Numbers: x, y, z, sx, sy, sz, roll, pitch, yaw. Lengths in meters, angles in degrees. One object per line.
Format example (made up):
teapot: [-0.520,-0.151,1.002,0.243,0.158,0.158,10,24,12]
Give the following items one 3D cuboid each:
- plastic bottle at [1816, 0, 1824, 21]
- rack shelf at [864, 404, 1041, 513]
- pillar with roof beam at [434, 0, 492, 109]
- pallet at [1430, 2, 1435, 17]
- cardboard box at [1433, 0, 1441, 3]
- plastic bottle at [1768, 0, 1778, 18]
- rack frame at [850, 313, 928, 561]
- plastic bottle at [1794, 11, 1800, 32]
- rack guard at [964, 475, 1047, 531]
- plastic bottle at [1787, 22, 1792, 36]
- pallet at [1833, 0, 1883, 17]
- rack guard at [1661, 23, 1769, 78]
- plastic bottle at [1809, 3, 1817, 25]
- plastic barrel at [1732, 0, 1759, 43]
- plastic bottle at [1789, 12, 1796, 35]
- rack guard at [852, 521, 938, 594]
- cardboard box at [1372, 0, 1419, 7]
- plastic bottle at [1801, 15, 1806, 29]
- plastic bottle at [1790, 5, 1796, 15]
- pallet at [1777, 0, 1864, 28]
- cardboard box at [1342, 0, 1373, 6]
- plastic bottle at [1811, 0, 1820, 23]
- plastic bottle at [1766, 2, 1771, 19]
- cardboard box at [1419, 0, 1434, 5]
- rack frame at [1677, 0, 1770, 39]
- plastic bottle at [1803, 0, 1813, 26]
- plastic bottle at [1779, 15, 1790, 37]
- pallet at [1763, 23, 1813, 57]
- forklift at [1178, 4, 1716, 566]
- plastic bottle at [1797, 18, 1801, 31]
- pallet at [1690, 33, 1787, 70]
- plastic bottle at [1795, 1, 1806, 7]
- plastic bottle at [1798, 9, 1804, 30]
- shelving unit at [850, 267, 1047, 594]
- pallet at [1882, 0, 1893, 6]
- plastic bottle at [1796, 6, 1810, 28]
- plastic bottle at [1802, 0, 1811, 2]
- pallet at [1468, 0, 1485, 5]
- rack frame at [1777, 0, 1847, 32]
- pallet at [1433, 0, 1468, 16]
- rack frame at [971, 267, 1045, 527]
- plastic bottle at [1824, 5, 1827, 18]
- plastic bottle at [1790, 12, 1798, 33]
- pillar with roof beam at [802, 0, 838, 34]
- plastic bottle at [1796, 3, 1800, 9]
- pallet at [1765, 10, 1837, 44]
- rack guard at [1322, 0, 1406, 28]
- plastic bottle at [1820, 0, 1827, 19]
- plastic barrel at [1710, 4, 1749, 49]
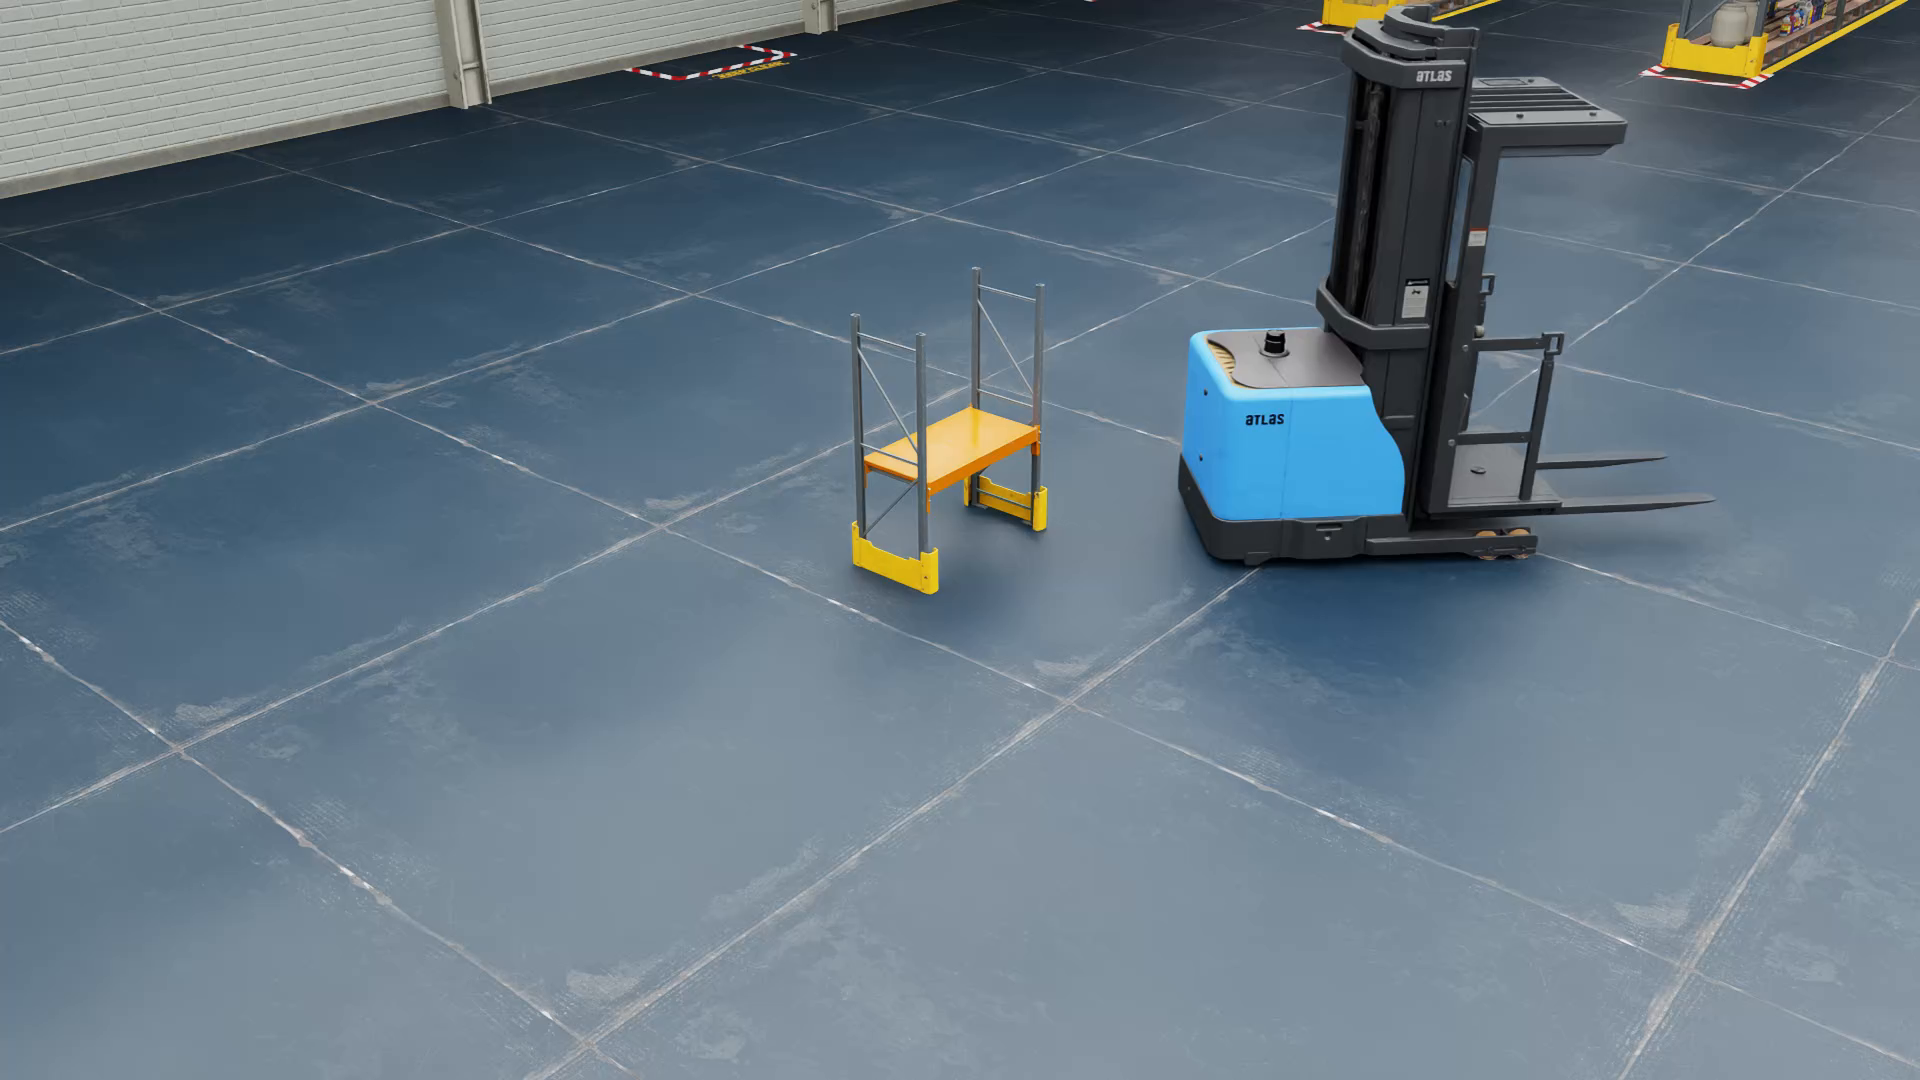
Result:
plastic bottle: [12.040,-7.493,23.373,0.144,0.351,0.185,20,33,33]
rack shelf: [-0.054,-0.476,9.430,0.538,0.185,1.000,21,34,34]
pillar with roof beam: [-2.494,-7.916,15.259,9.100,9.000,0.400,21,34,34]
pallet: [6.318,-7.862,24.718,1.003,0.211,1.213,21,34,34]
cardboard box: [7.010,-8.263,24.994,0.500,0.250,0.500,21,34,34]
plastic bottle: [11.505,-7.598,23.577,0.144,0.351,0.185,21,34,34]
rack frame: [-0.378,-0.456,8.999,0.500,1.500,0.032,21,34,34]
plastic bottle: [11.359,-7.060,22.624,0.097,0.271,0.097,0,27,0]
rack guard: [0.268,-0.261,9.982,0.587,0.250,0.087,21,34,34]
plastic bottle: [11.143,-6.909,22.408,0.097,0.201,0.097,0,27,0]
pallet: [13.473,-8.272,25.510,1.003,0.211,1.213,21,34,34]
rack guard: [9.695,-6.299,21.381,1.175,0.500,0.348,21,34,34]
plastic bottle: [11.847,-7.325,23.122,0.061,0.283,0.133,23,35,38]
plastic barrel: [10.362,-6.883,22.041,0.421,0.512,0.421,0,27,0]
plastic bottle: [11.235,-6.984,22.463,0.061,0.283,0.133,21,34,35]
rack guard: [-0.365,0.093,9.299,0.587,0.250,0.087,21,34,34]
cardboard box: [6.376,-7.908,24.306,0.500,0.250,0.500,21,34,34]
plastic bottle: [11.553,-7.137,22.849,0.097,0.201,0.097,0,27,0]
plastic bottle: [11.524,-7.255,22.986,0.061,0.283,0.133,21,34,34]
pallet: [12.697,-7.838,24.671,1.003,0.211,1.213,21,34,34]
cardboard box: [5.977,-8.059,24.599,0.500,0.250,0.500,21,34,34]
plastic bottle: [11.918,-7.425,23.242,0.144,0.351,0.185,19,33,32]
plastic bottle: [11.395,-7.518,23.509,0.097,0.271,0.097,0,27,0]
cardboard box: [6.692,-8.086,24.651,0.500,0.250,0.500,21,34,34]
rack frame: [9.683,-7.368,20.728,1.000,3.000,0.127,21,34,34]
plastic bottle: [11.713,-7.310,23.020,0.144,0.351,0.185,21,34,34]
plastic bottle: [11.077,-6.904,22.321,0.097,0.271,0.097,0,27,0]
pallet: [10.993,-6.887,22.834,1.003,0.211,1.213,21,34,34]
forklift: [2.884,-1.426,9.317,3.031,2.935,1.130,-2,27,-5]
plastic bottle: [11.422,-7.065,22.708,0.097,0.201,0.097,0,27,0]
pallet: [10.216,-6.457,22.001,1.003,0.211,1.213,21,34,34]
plastic bottle: [11.788,-7.426,23.325,0.152,0.276,0.135,21,34,34]
plastic bottle: [11.488,-7.132,22.763,0.097,0.271,0.097,0,27,0]
shelving unit: [-0.048,-0.639,9.353,0.587,1.500,1.083,21,34,34]
pallet: [14.249,-8.703,26.343,1.003,0.211,1.213,21,34,34]
plastic bottle: [11.607,-7.220,22.928,0.152,0.276,0.135,21,34,35]
plastic bottle: [11.929,-7.535,23.455,0.144,0.351,0.185,21,34,34]
pallet: [7.870,-8.727,26.390,1.003,0.211,1.213,21,34,34]
rack frame: [12.228,-8.786,23.470,1.000,3.000,0.127,21,34,34]
pallet: [7.094,-8.293,25.550,1.003,0.211,1.213,21,34,34]
rack frame: [0.269,-0.816,9.695,0.500,1.500,0.032,21,34,34]
plastic bottle: [12.237,-7.519,23.587,0.097,0.201,0.097,0,27,0]
plastic bottle: [11.295,-7.025,22.556,0.097,0.271,0.097,0,27,0]
pillar with roof beam: [1.322,-10.044,19.371,9.100,9.000,0.400,21,34,34]
plastic bottle: [11.617,-7.301,23.076,0.061,0.283,0.133,21,34,34]
pallet: [11.768,-7.322,23.674,1.003,0.211,1.213,21,34,34]
rack guard: [5.848,-7.698,24.087,1.175,0.500,0.348,21,34,34]
plastic bottle: [12.176,-7.508,23.477,0.061,0.283,0.133,23,35,37]
plastic barrel: [10.043,-6.705,21.698,0.421,0.512,0.421,0,27,0]
